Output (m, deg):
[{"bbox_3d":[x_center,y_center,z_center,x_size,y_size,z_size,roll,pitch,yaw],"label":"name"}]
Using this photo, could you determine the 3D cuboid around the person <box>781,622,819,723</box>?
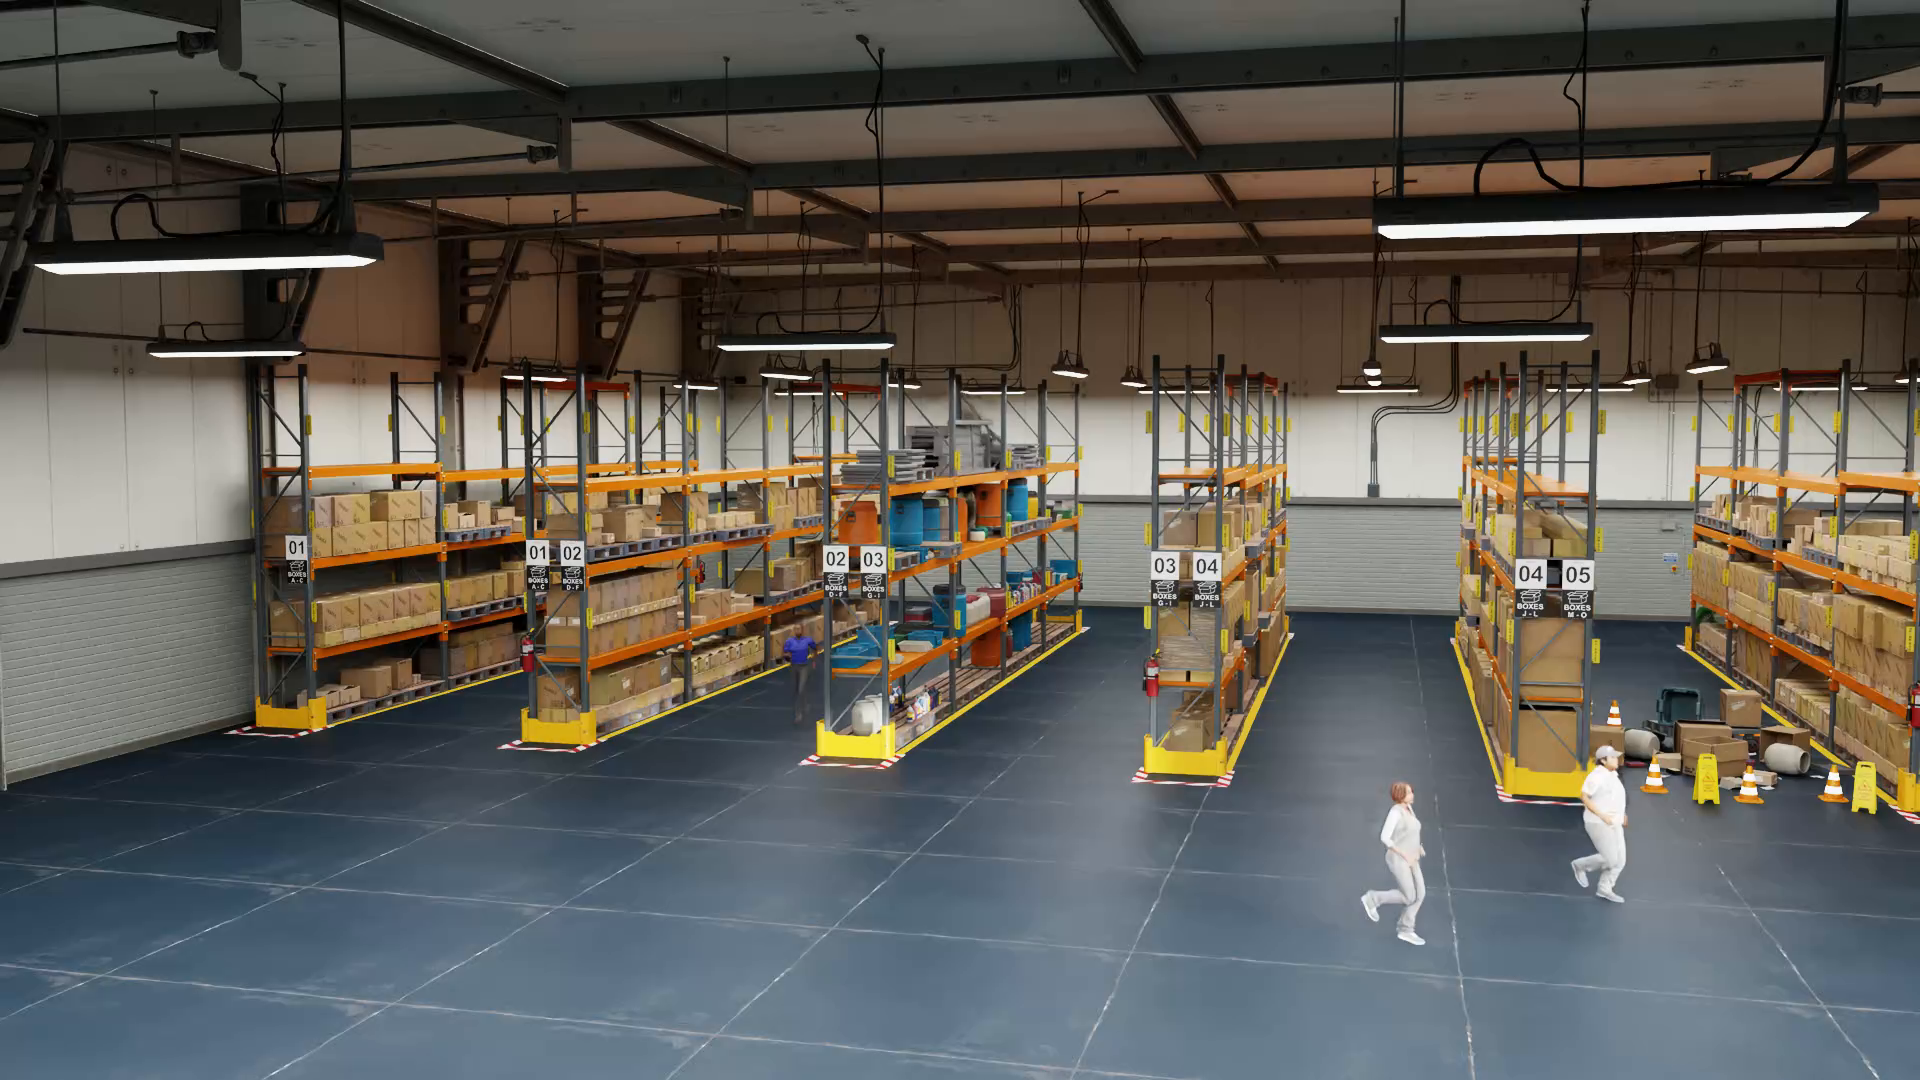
[{"bbox_3d":[-2.711,2.201,28.055,0.582,1.639,0.944,1,4,8],"label":"person"}]

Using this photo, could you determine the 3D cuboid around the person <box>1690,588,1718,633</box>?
[{"bbox_3d":[17.140,1.503,38.124,0.764,1.805,0.654,2,4,25],"label":"person"}]

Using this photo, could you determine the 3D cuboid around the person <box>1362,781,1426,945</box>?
[{"bbox_3d":[4.250,3.119,16.190,0.619,1.569,0.535,3,5,37],"label":"person"}]

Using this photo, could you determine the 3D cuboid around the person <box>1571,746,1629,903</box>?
[{"bbox_3d":[6.768,2.986,17.597,0.602,1.643,0.553,-4,5,-43],"label":"person"}]
